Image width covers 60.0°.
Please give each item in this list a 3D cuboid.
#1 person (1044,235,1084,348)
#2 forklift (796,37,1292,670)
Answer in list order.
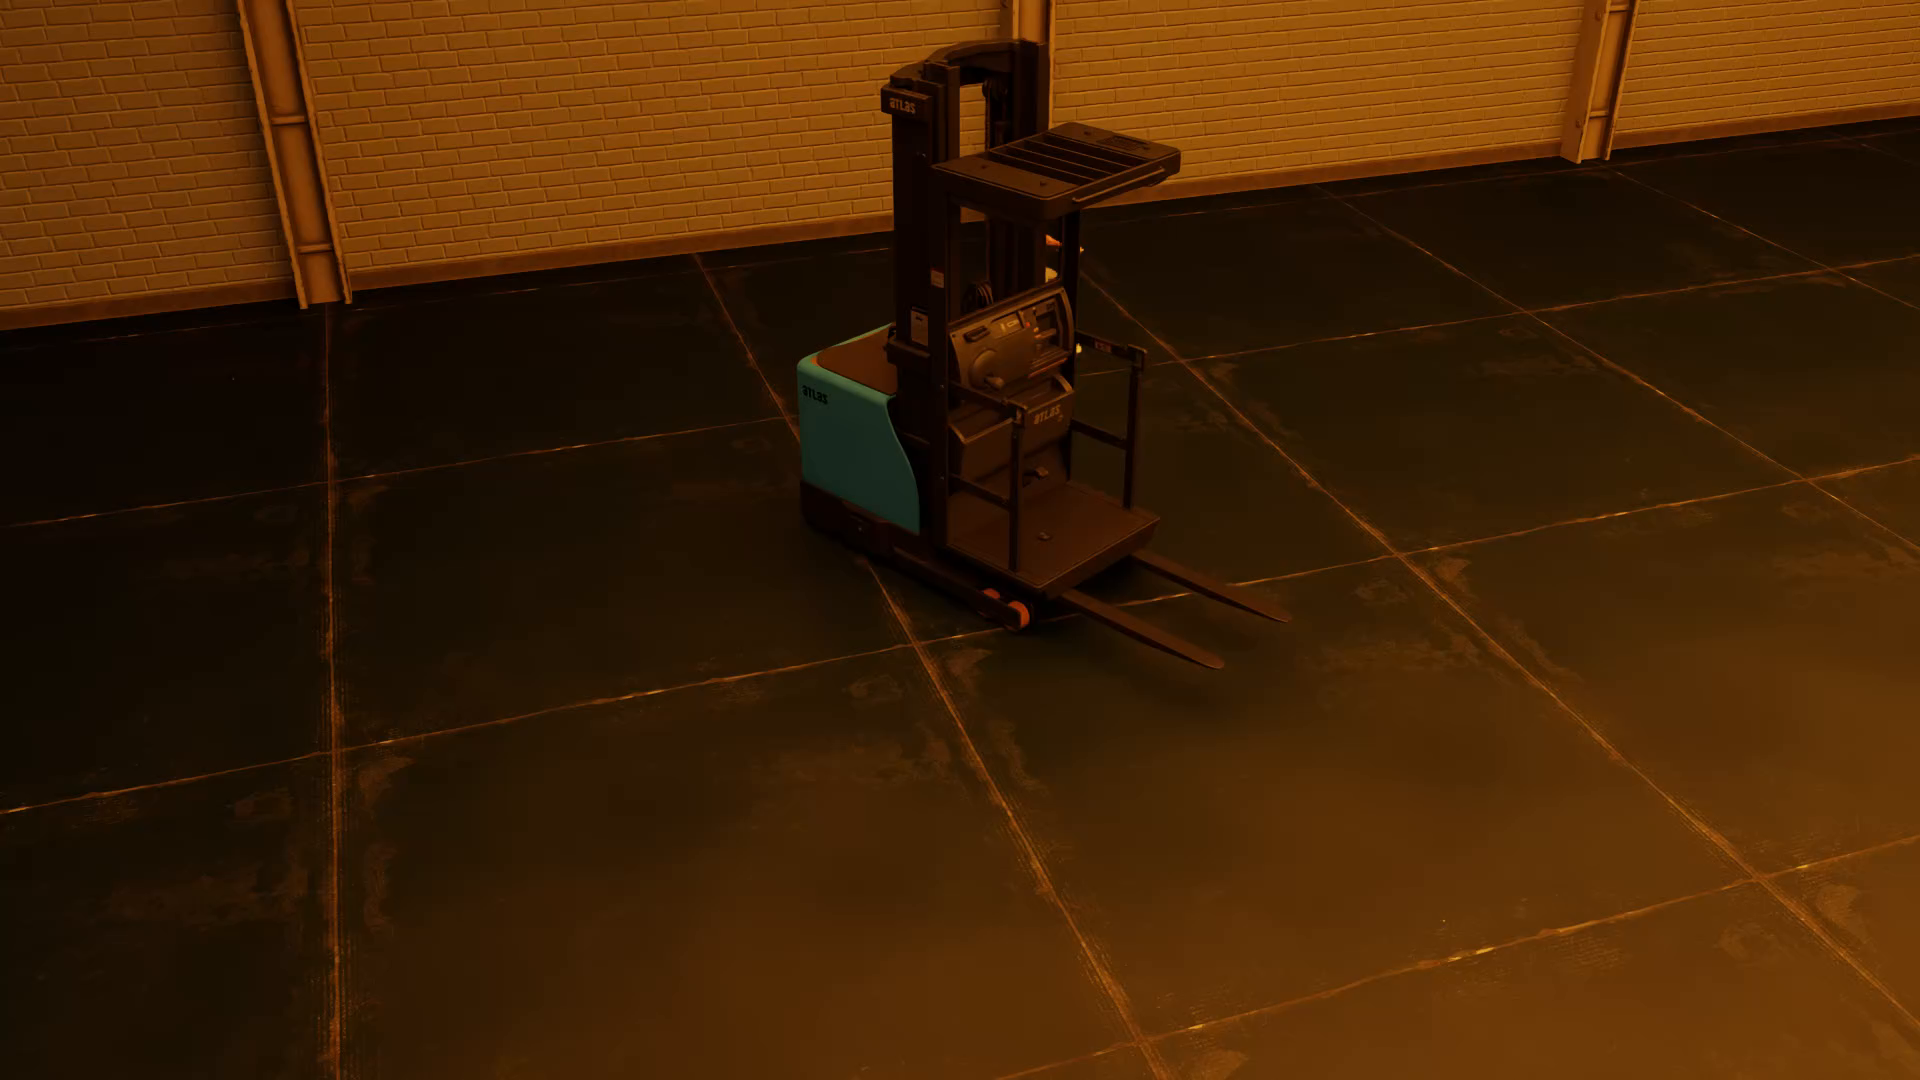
[{"bbox_3d":[0.625,-1.965,11.958,0.738,1.501,0.665,-14,33,-23],"label":"person"},{"bbox_3d":[0.443,-1.061,8.931,3.031,2.935,1.130,25,38,37],"label":"forklift"}]
